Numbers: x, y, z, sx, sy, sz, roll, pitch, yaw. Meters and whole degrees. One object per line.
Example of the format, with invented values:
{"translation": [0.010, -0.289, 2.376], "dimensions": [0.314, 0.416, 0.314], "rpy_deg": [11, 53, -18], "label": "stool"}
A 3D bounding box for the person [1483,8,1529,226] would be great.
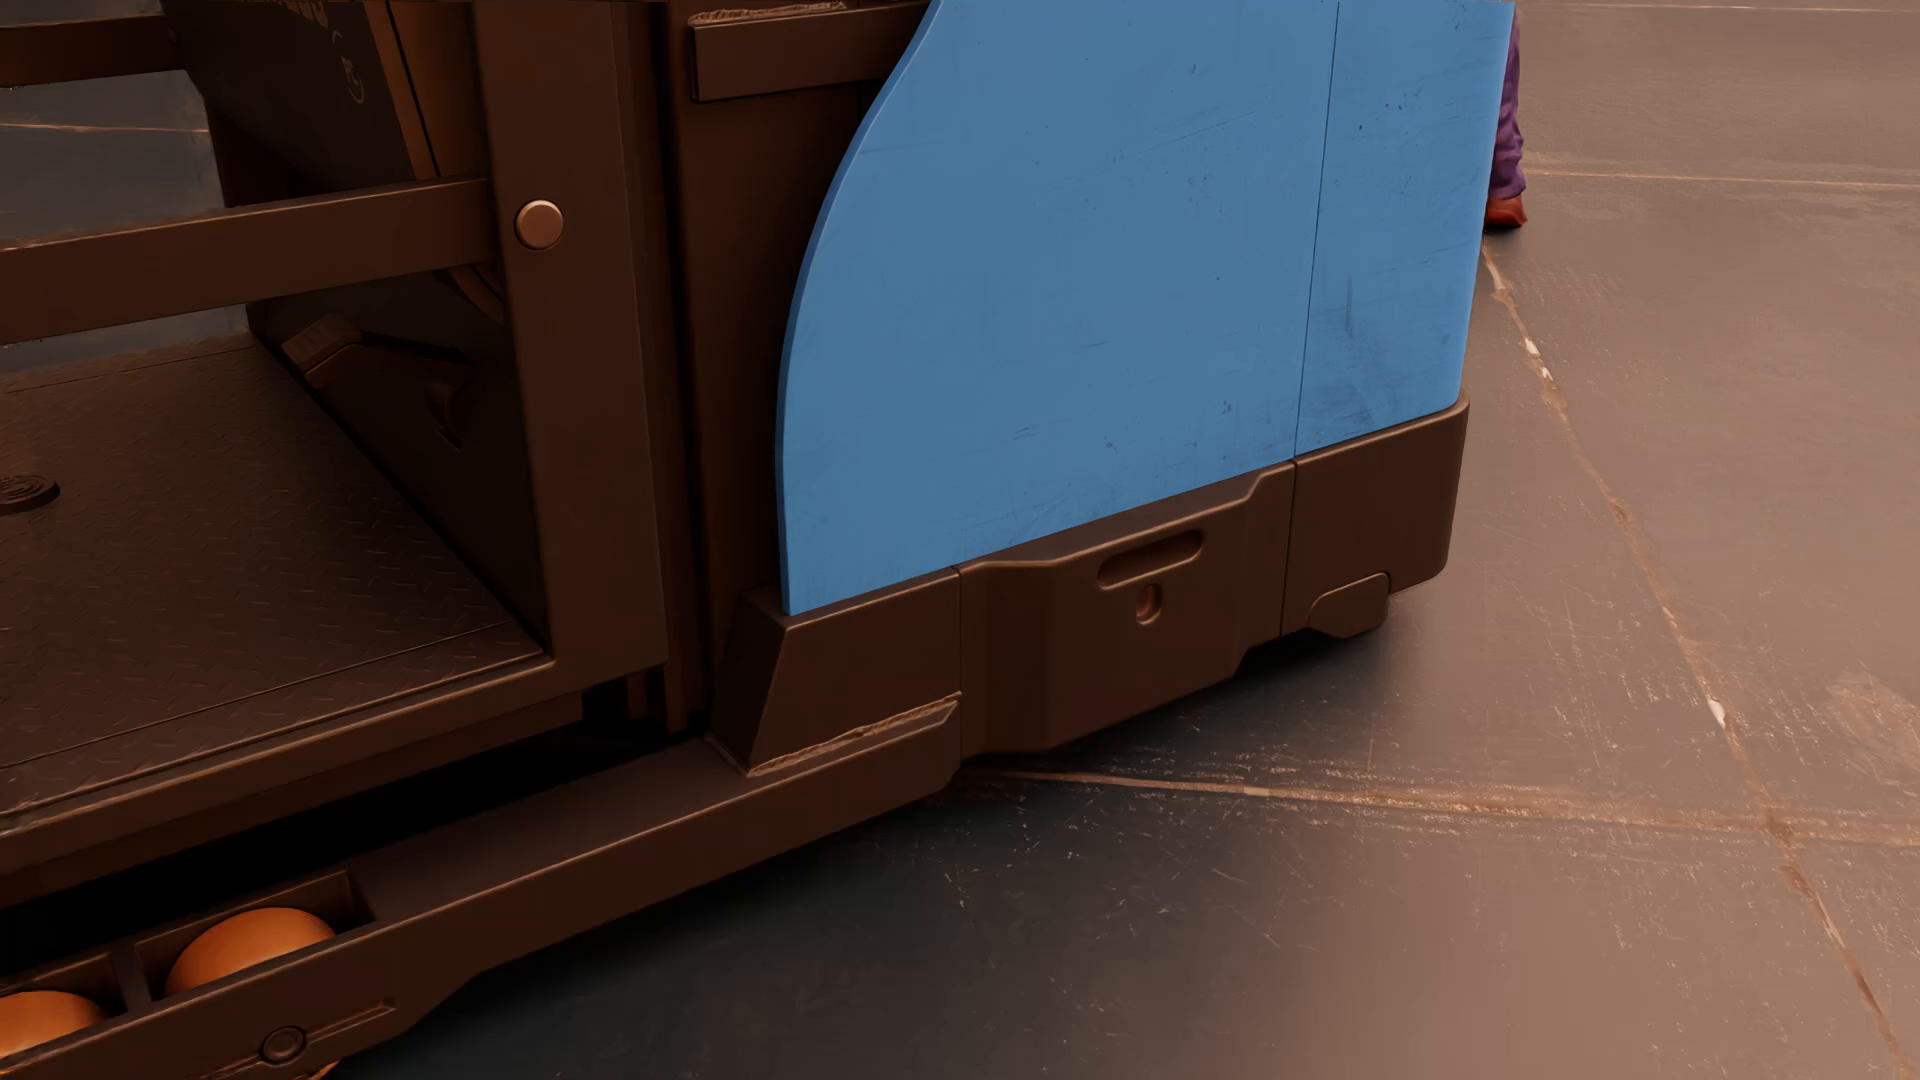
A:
{"translation": [0.990, -1.367, 3.661], "dimensions": [1.123, 1.563, 0.487], "rpy_deg": [0, 27, -1], "label": "person"}

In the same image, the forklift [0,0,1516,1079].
{"translation": [-0.832, -1.030, 1.281], "dimensions": [3.031, 2.935, 1.130], "rpy_deg": [-17, 31, -30], "label": "forklift"}
